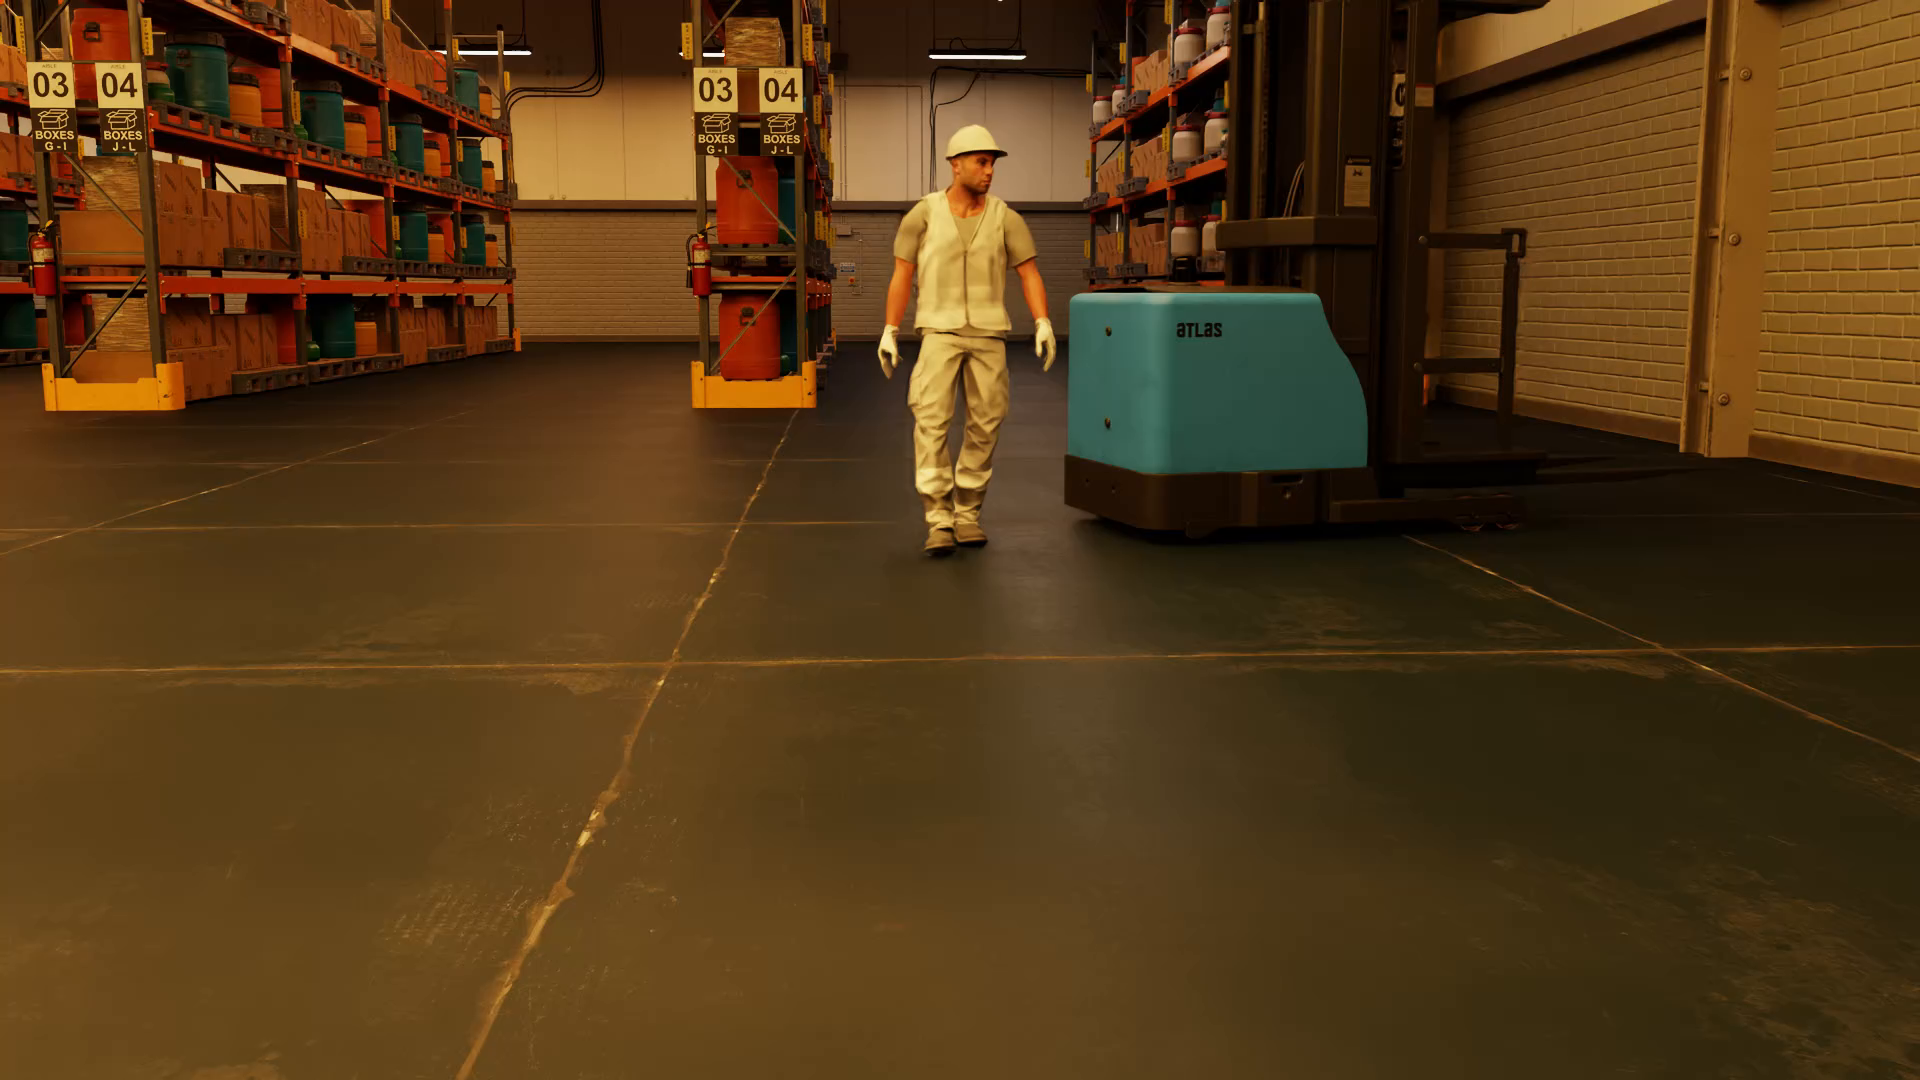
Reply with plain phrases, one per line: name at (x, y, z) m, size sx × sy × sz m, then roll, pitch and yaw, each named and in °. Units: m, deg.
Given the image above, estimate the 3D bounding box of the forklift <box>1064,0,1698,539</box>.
forklift at (2.076, -1.557, 7.815) m, size 3.031 × 2.935 × 1.130 m, roll -3°, pitch 9°, yaw -18°

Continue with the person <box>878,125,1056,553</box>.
person at (0.040, -0.833, 6.949) m, size 0.724 × 1.774 × 0.655 m, roll -2°, pitch 9°, yaw -11°
